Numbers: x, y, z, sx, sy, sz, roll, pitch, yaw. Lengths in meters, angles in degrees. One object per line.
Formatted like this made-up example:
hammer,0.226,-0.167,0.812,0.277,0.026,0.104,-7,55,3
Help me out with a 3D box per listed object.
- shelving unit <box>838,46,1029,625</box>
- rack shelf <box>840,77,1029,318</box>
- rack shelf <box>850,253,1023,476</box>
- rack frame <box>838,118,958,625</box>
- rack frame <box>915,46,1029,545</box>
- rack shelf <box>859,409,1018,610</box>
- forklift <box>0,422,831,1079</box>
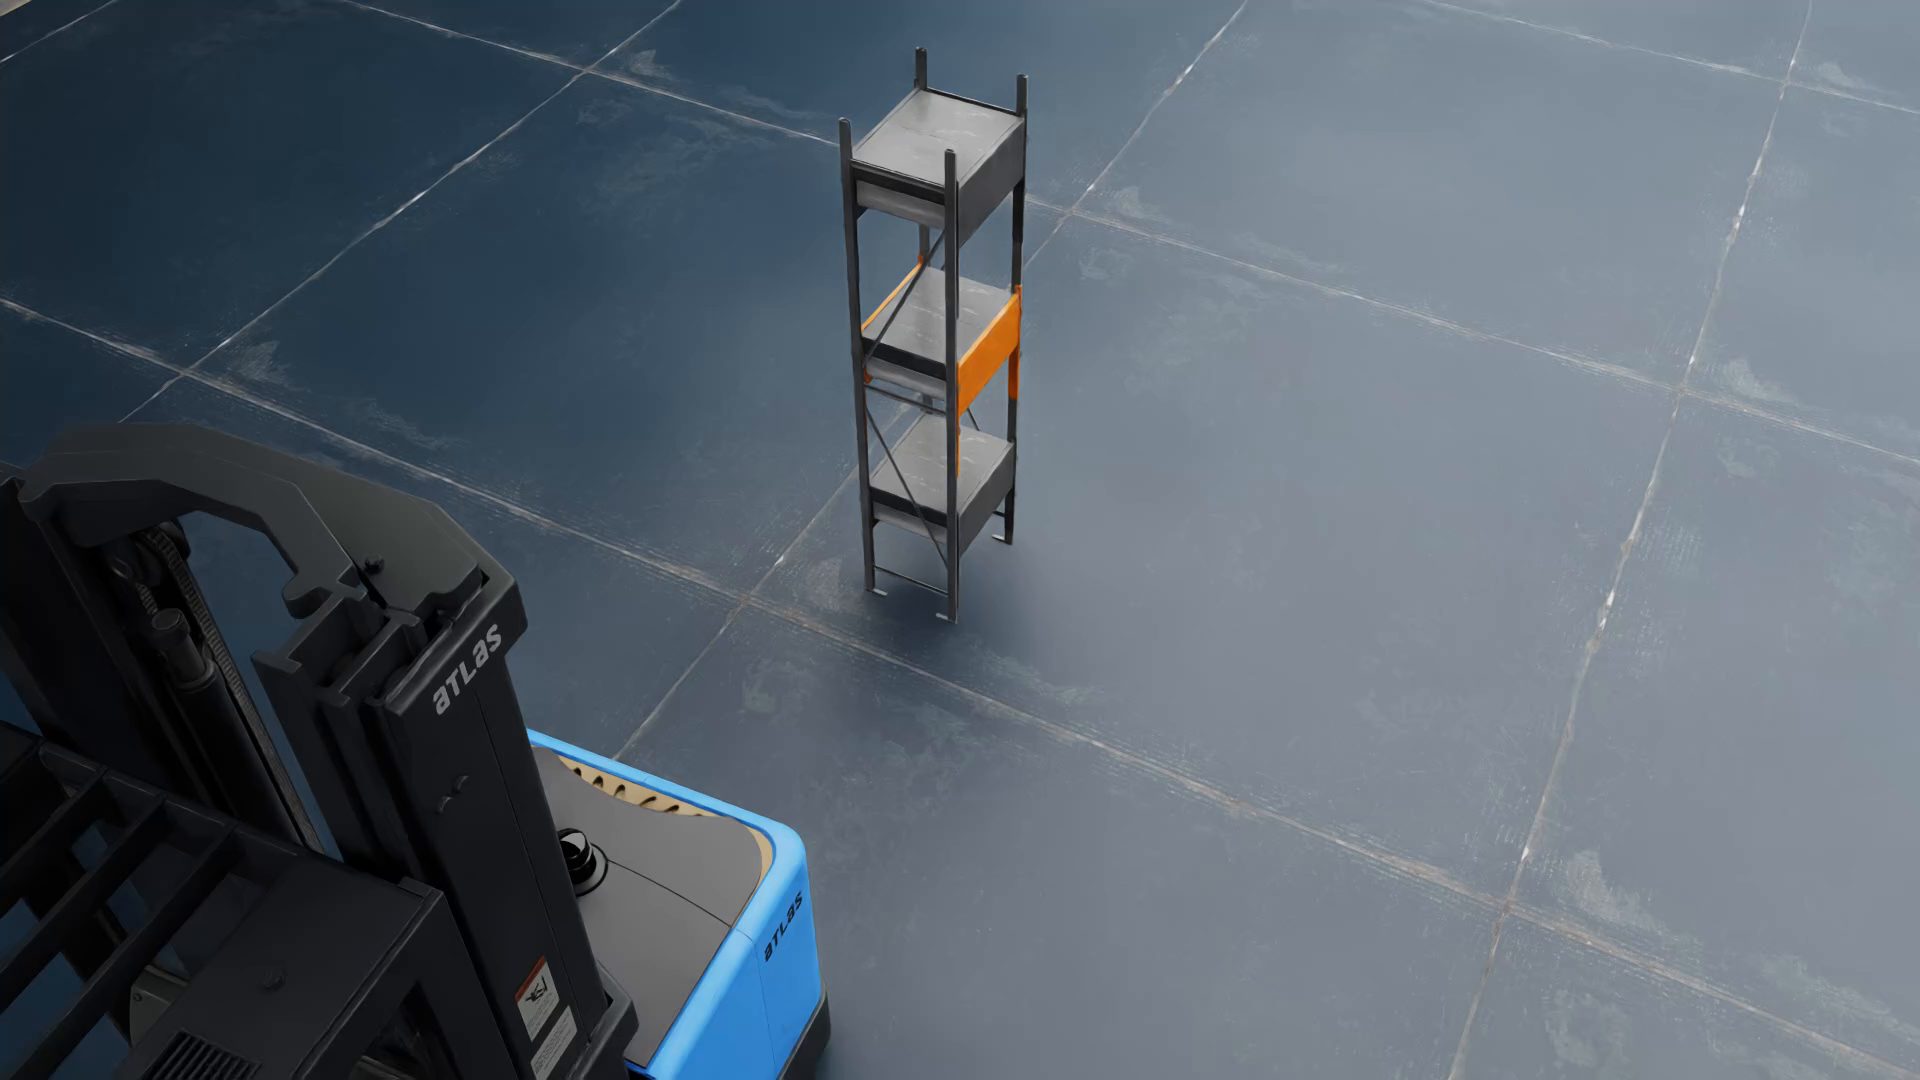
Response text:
shelving unit,-0.077,-0.634,5.900,0.431,2.100,0.503,20,49,19
rack shelf,-0.077,-1.116,5.412,0.431,0.518,0.480,20,49,19
rack shelf,-0.077,-0.624,5.910,0.431,0.518,0.480,20,49,19
rack frame,-0.190,-0.480,5.748,0.400,2.100,0.015,20,49,19
rack frame,0.036,-0.788,6.052,0.400,2.100,0.015,20,49,19
rack shelf,-0.077,-0.132,6.408,0.431,0.518,0.480,20,49,19
forklift,-1.453,1.336,3.369,1.130,2.935,3.031,17,48,16
